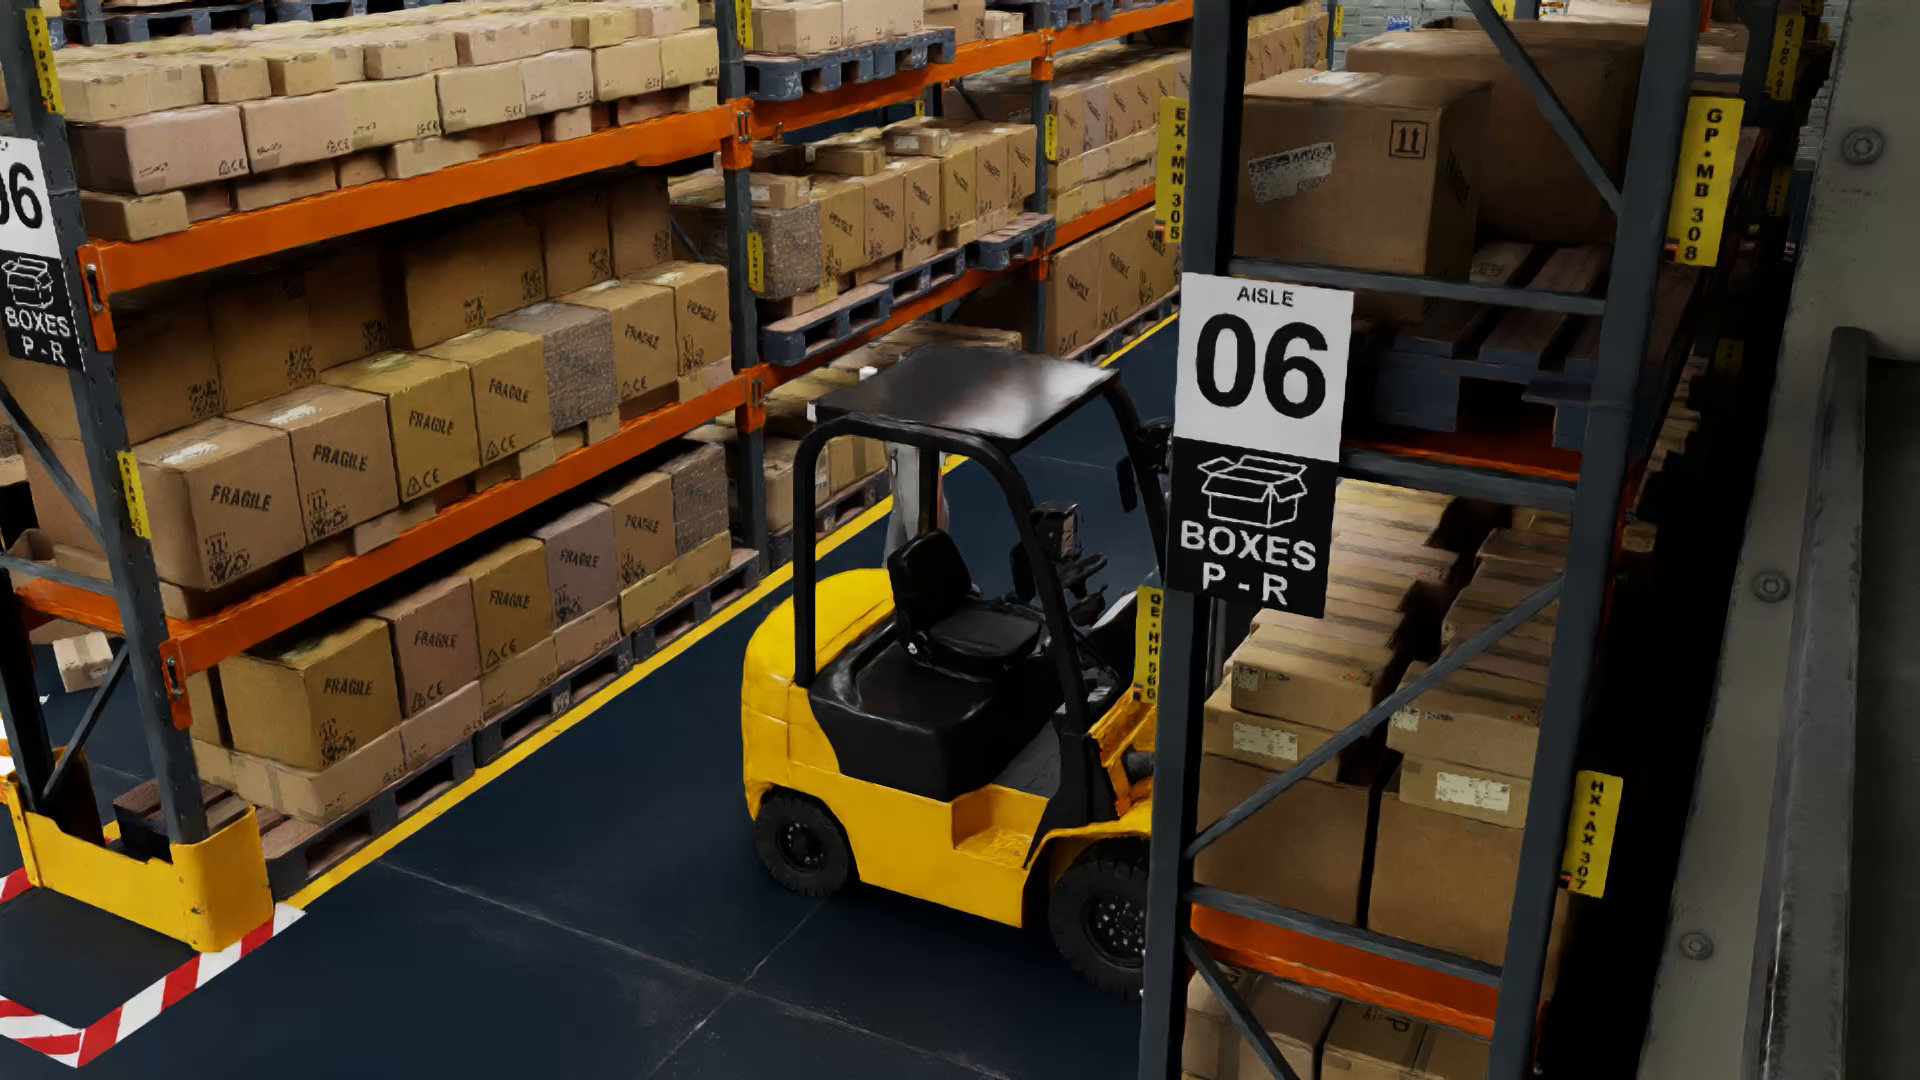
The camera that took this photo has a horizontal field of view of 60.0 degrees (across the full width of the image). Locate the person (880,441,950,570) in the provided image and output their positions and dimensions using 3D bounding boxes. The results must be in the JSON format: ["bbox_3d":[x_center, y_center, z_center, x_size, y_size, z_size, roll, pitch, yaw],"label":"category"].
[{"bbox_3d":[-0.299,-0.116,8.667,0.549,1.672,0.461,-9,24,-19],"label":"person"}]
